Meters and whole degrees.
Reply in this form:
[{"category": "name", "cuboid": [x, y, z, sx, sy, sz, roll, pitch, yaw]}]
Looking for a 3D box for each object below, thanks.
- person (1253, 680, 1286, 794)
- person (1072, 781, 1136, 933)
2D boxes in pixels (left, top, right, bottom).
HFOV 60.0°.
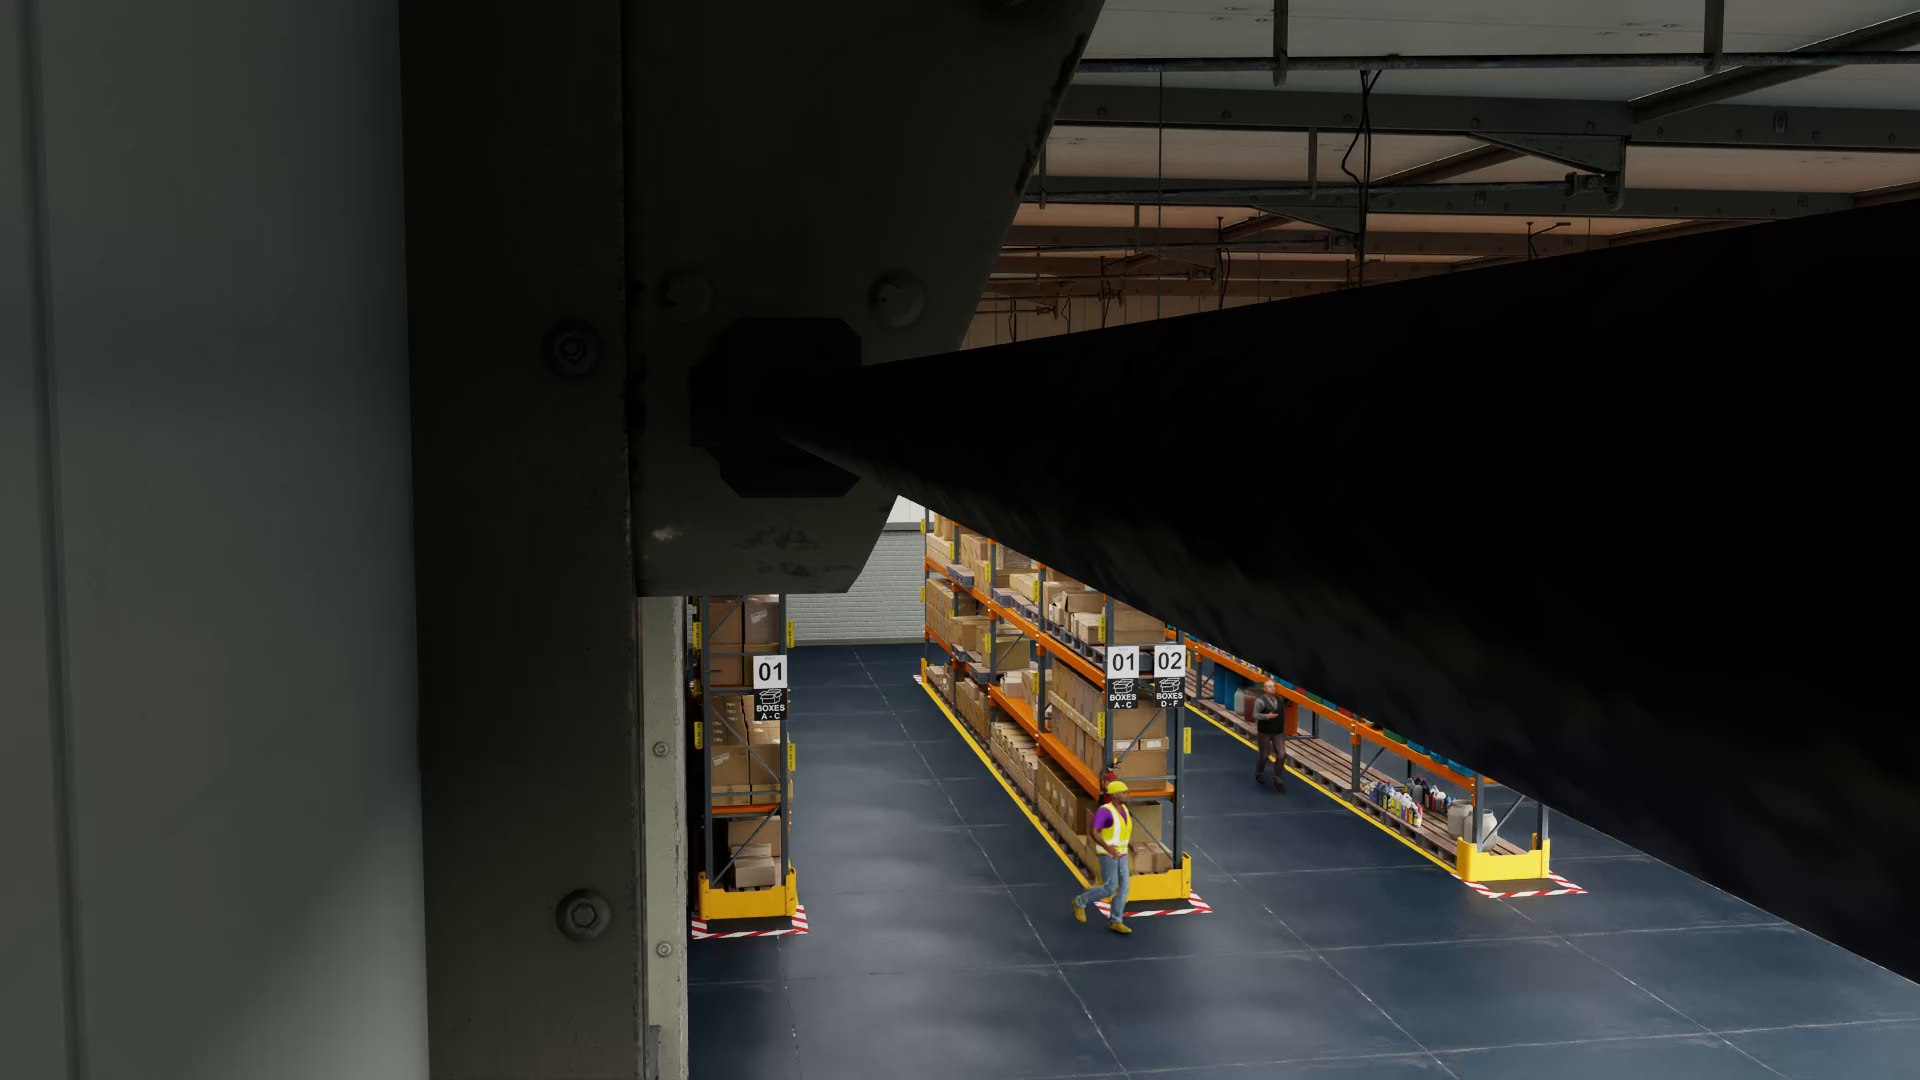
[{"category": "person", "cuboid": [4.959, 3.125, 26.593, 0.644, 1.772, 0.752, -1, 5, -13]}, {"category": "person", "cuboid": [1.812, 3.726, 19.802, 0.773, 1.728, 0.756, 3, 6, 35]}]
